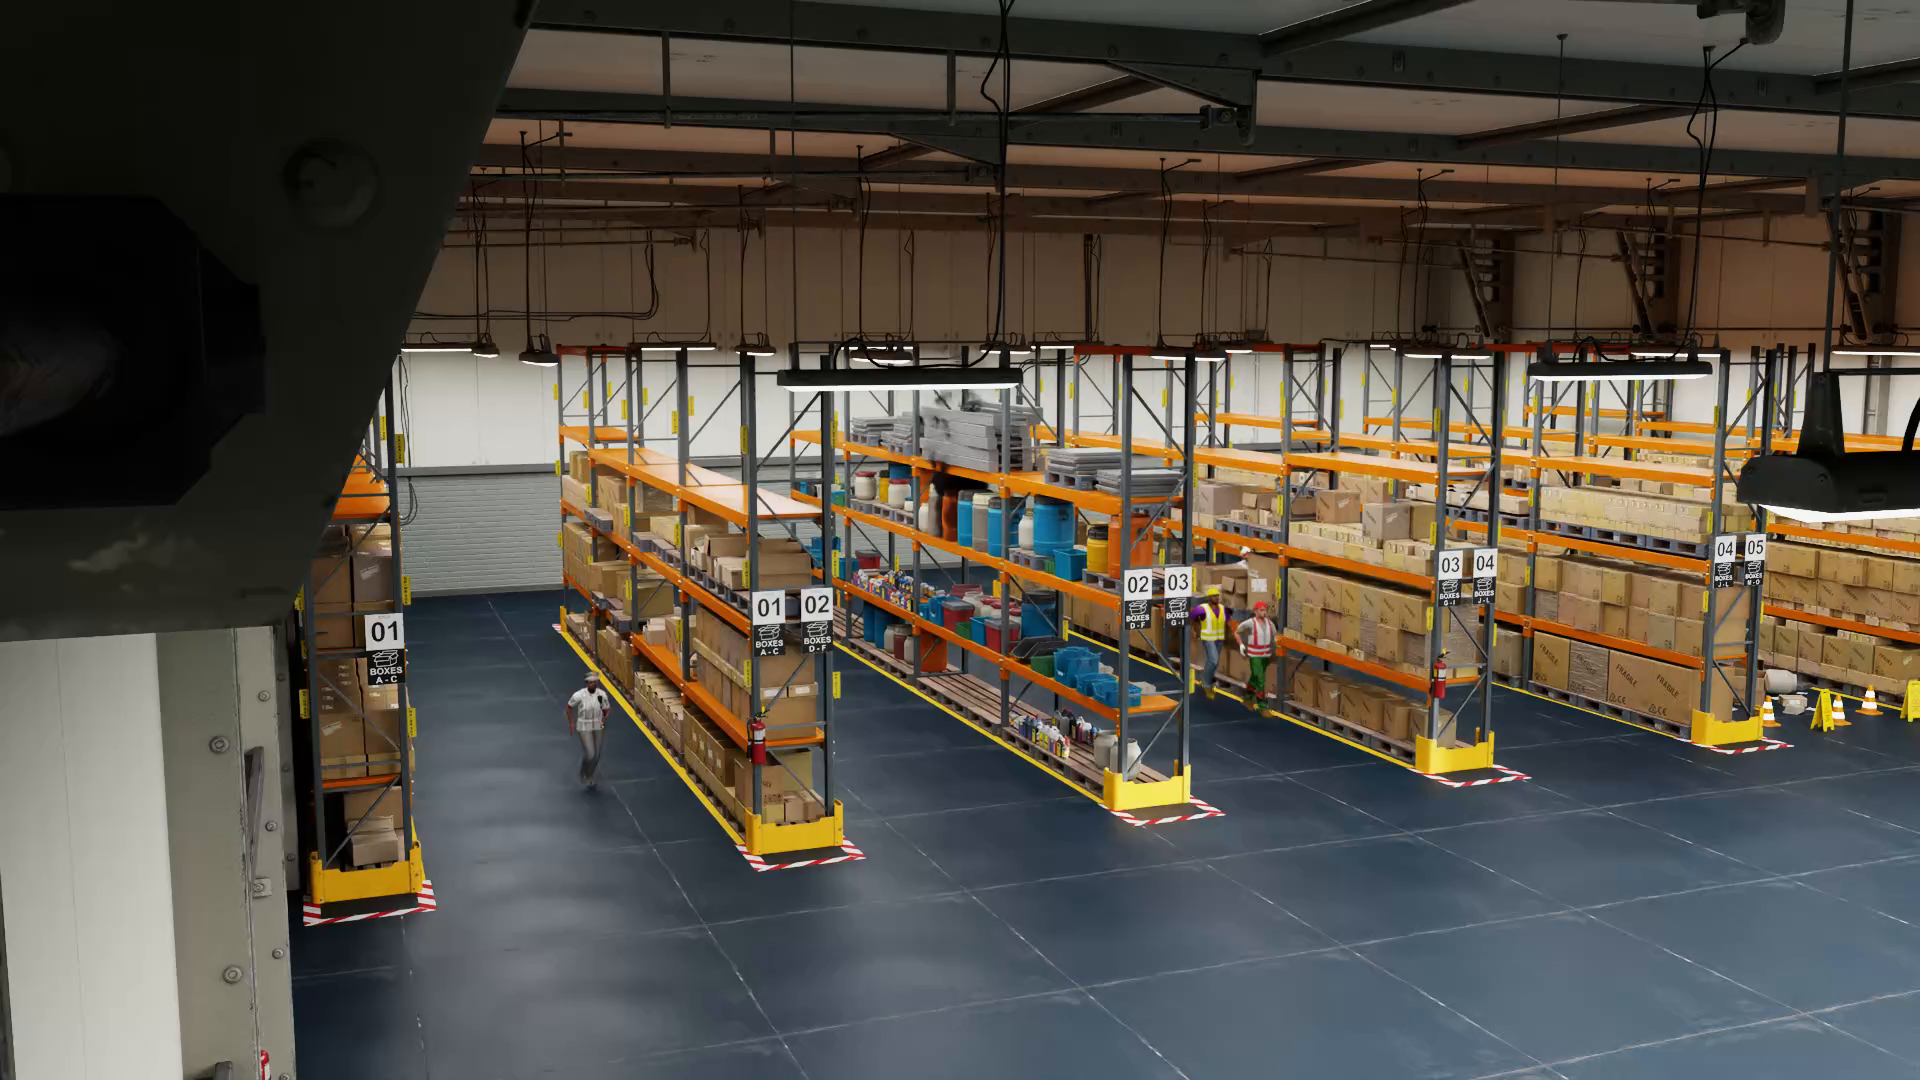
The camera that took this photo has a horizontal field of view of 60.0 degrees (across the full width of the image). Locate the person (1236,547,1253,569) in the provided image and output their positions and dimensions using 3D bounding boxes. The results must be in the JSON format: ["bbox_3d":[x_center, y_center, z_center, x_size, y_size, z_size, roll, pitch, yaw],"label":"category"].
[{"bbox_3d":[6.034,1.016,35.125,0.660,1.732,0.754,-3,8,-23],"label":"person"}]

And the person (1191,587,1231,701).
[{"bbox_3d":[4.181,1.707,27.453,0.670,1.859,0.712,-4,8,-29],"label":"person"}]

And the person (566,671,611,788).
[{"bbox_3d":[-5.062,2.604,22.823,0.543,1.650,0.715,-5,9,-32],"label":"person"}]

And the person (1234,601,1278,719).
[{"bbox_3d":[4.742,1.854,26.290,0.667,1.796,0.872,-4,8,-28],"label":"person"}]
